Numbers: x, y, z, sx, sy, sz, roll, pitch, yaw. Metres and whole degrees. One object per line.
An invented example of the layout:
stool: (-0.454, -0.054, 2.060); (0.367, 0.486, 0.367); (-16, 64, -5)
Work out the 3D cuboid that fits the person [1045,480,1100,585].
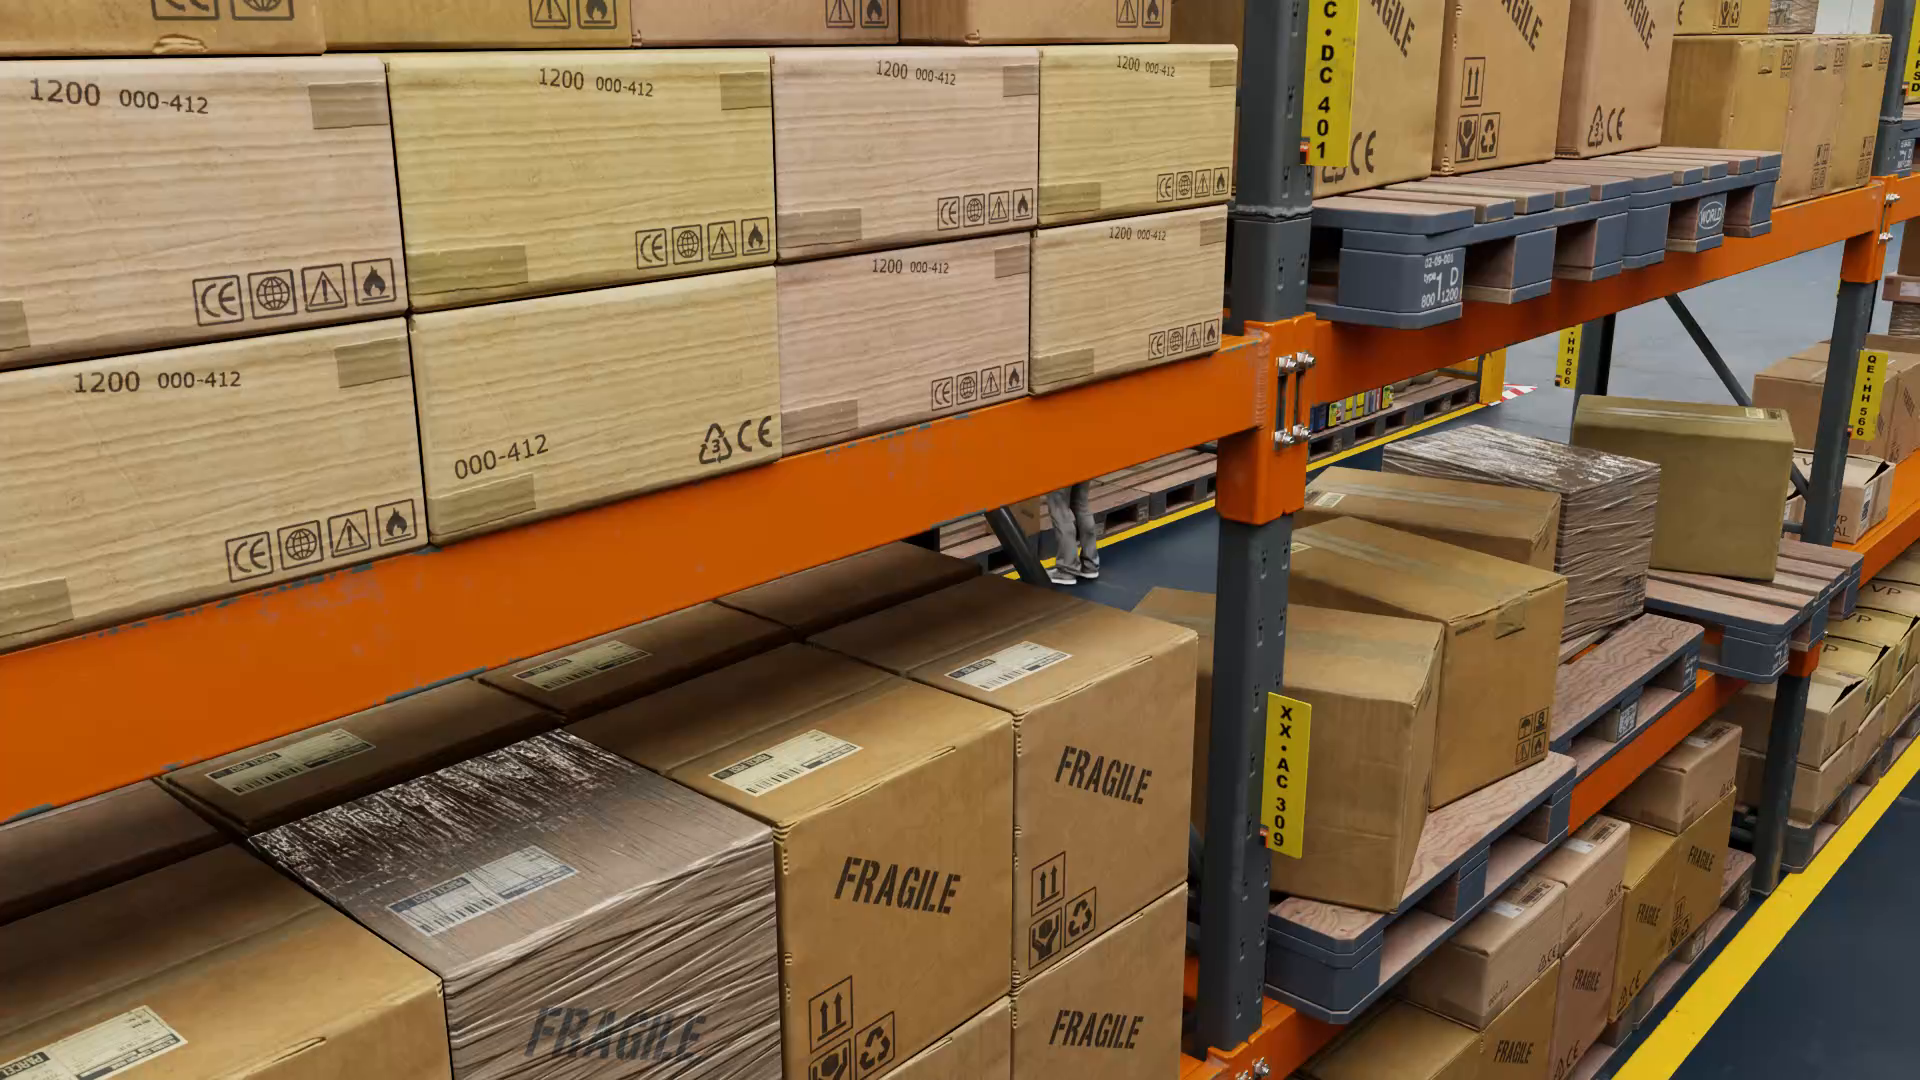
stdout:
person: (0.681, -0.511, 10.218); (0.313, 1.597, 0.406); (15, 23, 40)
